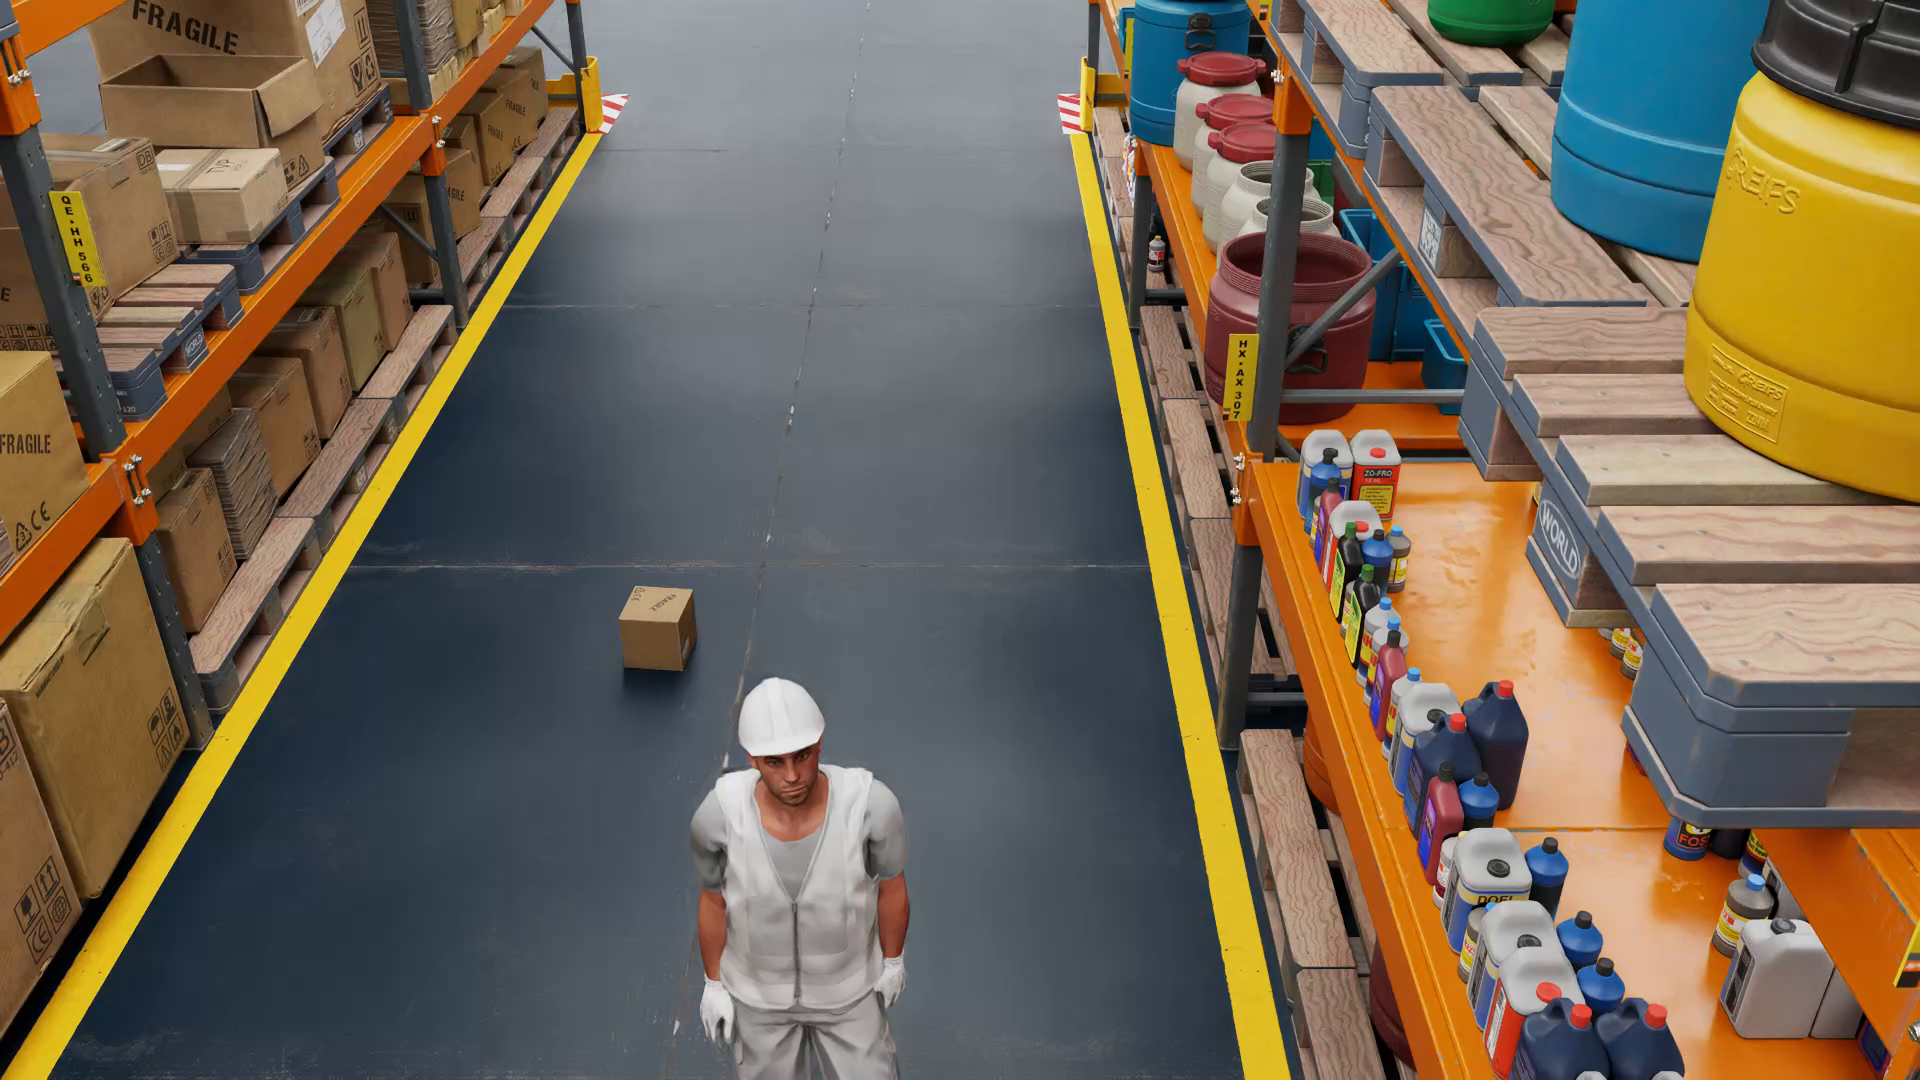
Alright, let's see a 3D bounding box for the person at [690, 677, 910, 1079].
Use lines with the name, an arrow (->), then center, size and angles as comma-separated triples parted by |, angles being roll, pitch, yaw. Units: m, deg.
person -> -0.395, 1.104, 4.245 | 0.539, 1.782, 0.514 | -1, 31, -2
